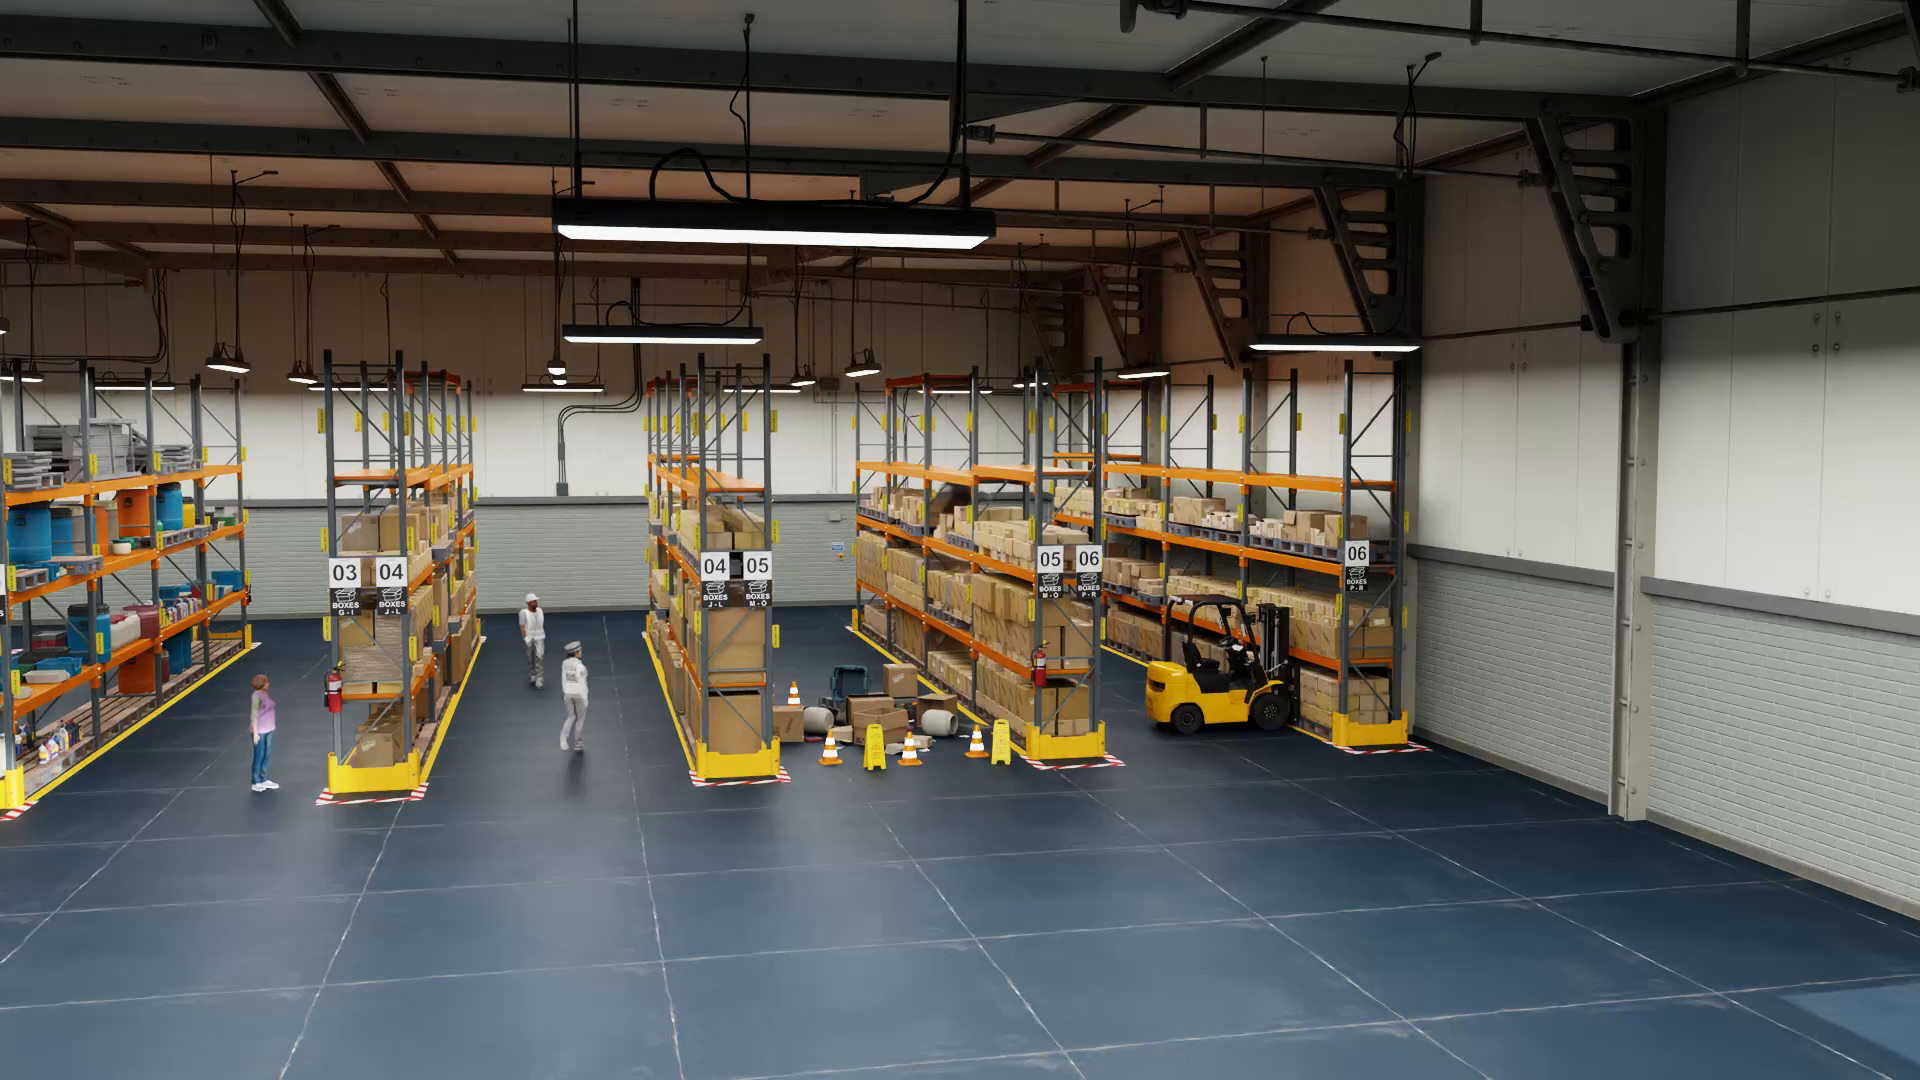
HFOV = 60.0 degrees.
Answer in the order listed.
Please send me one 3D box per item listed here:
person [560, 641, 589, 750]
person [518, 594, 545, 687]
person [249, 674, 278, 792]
[{"bbox_3d":[-5.900,2.388,25.371,0.482,1.671,0.507,1,4,20],"label":"person"},{"bbox_3d":[-8.167,1.892,31.701,0.478,1.729,0.978,0,4,-7],"label":"person"},{"bbox_3d":[-9.535,2.625,22.725,0.338,1.606,0.511,0,4,6],"label":"person"}]
